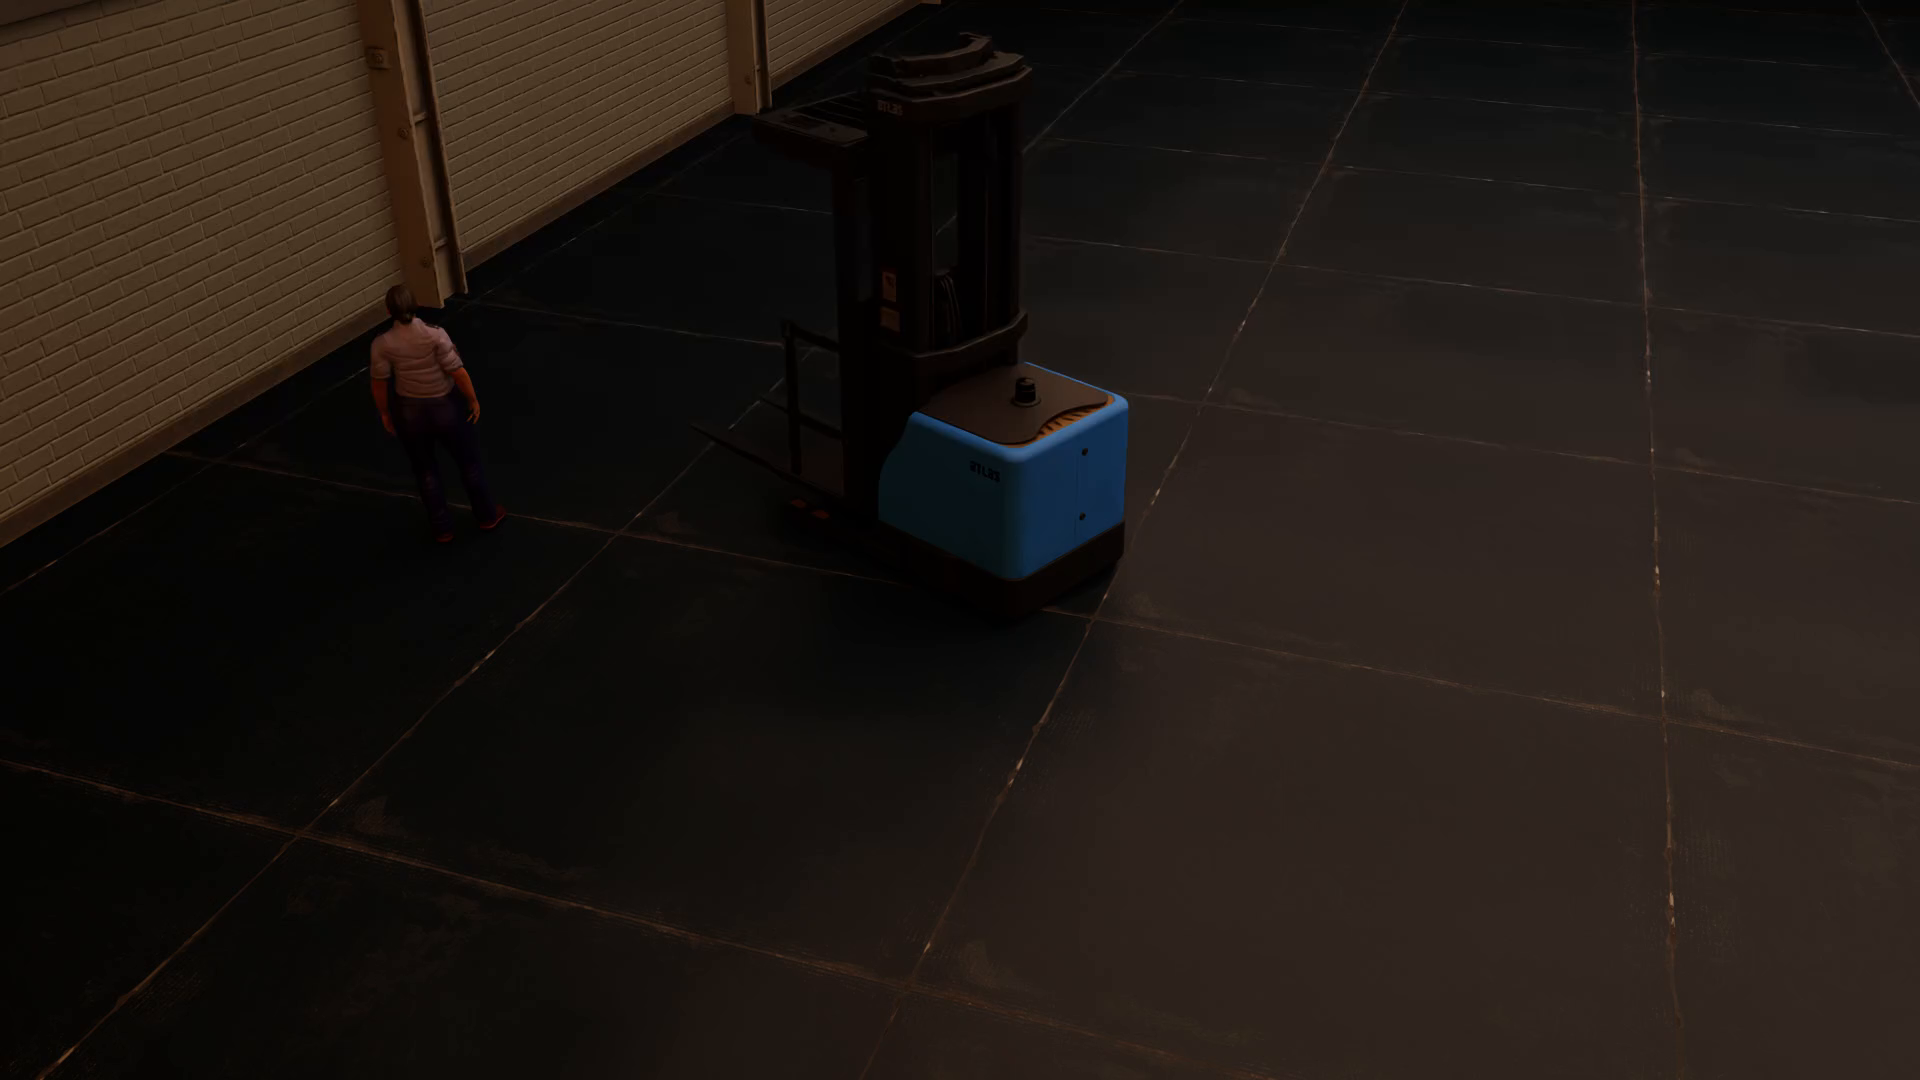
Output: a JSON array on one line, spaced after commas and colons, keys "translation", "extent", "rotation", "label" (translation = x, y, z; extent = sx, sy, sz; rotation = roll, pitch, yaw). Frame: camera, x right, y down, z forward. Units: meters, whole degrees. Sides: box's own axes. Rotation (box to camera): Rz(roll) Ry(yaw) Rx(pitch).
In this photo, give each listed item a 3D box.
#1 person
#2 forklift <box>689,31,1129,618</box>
[{"translation": [-3.093, -0.769, 9.767], "extent": [0.596, 1.650, 0.504], "rotation": [-5, 30, -8], "label": "person"}, {"translation": [-0.459, -1.460, 9.697], "extent": [3.031, 2.935, 1.130], "rotation": [25, 38, 36], "label": "forklift"}]
